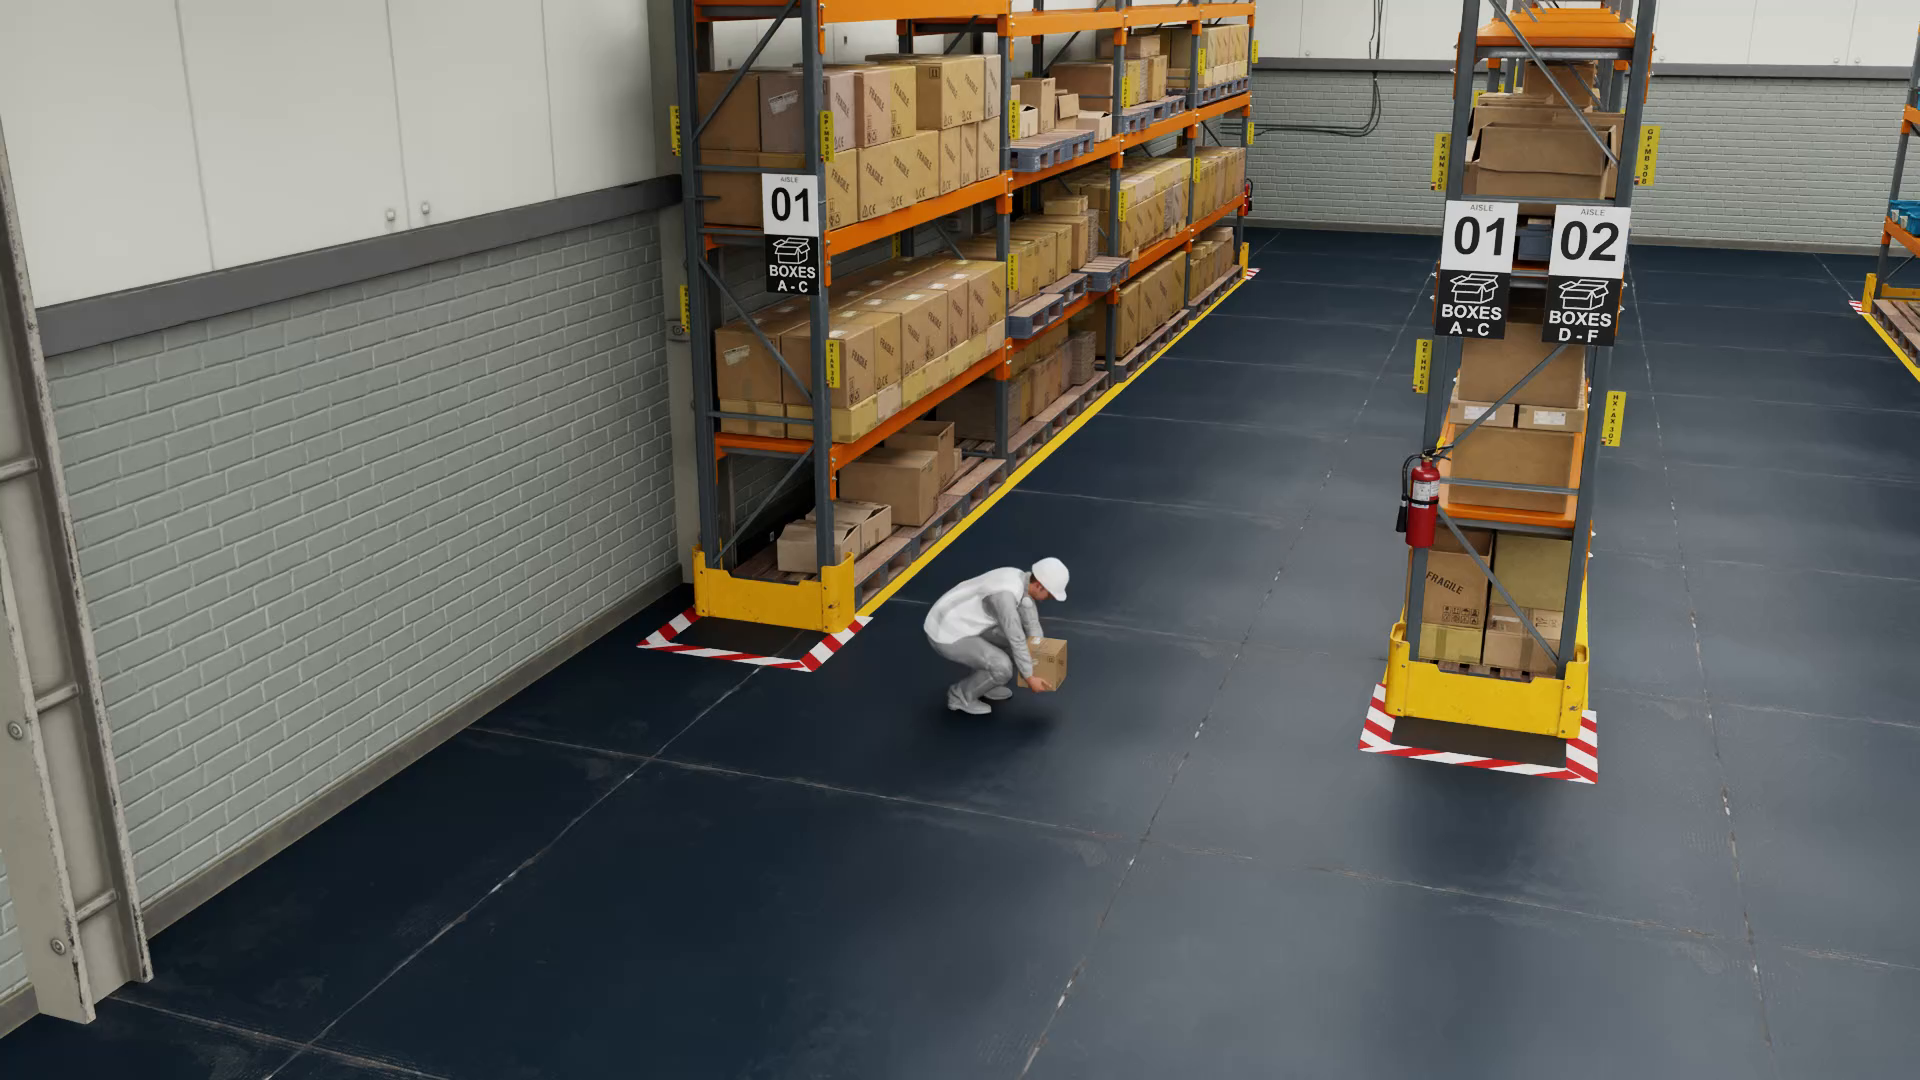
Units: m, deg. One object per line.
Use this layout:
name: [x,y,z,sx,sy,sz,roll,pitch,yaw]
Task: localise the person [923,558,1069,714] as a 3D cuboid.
person: [0.231,0.576,10.507,0.894,1.017,0.515,6,19,17]
